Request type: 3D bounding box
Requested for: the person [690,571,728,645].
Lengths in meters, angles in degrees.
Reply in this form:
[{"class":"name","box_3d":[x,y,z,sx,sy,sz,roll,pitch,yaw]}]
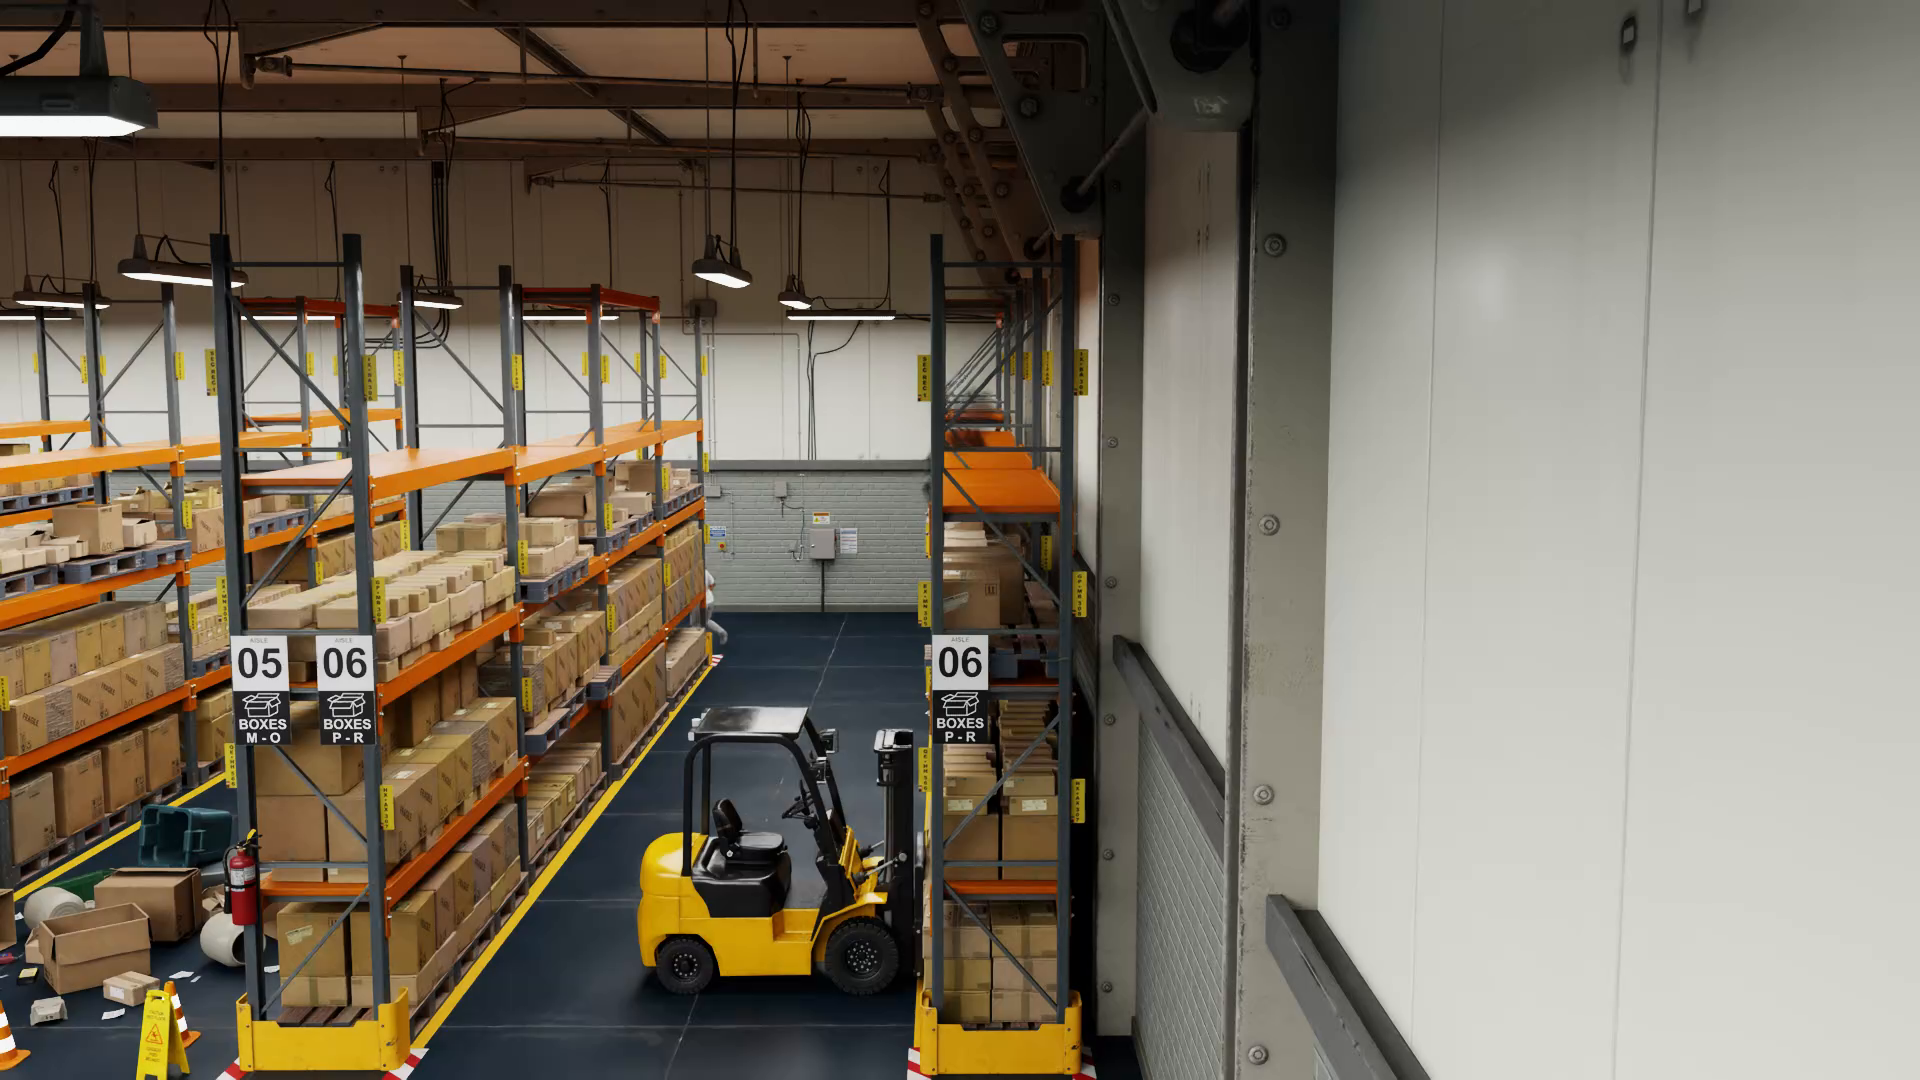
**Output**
[{"class":"person","box_3d":[-4.543,1.133,29.245,0.723,1.623,0.695,4,7,29]}]
